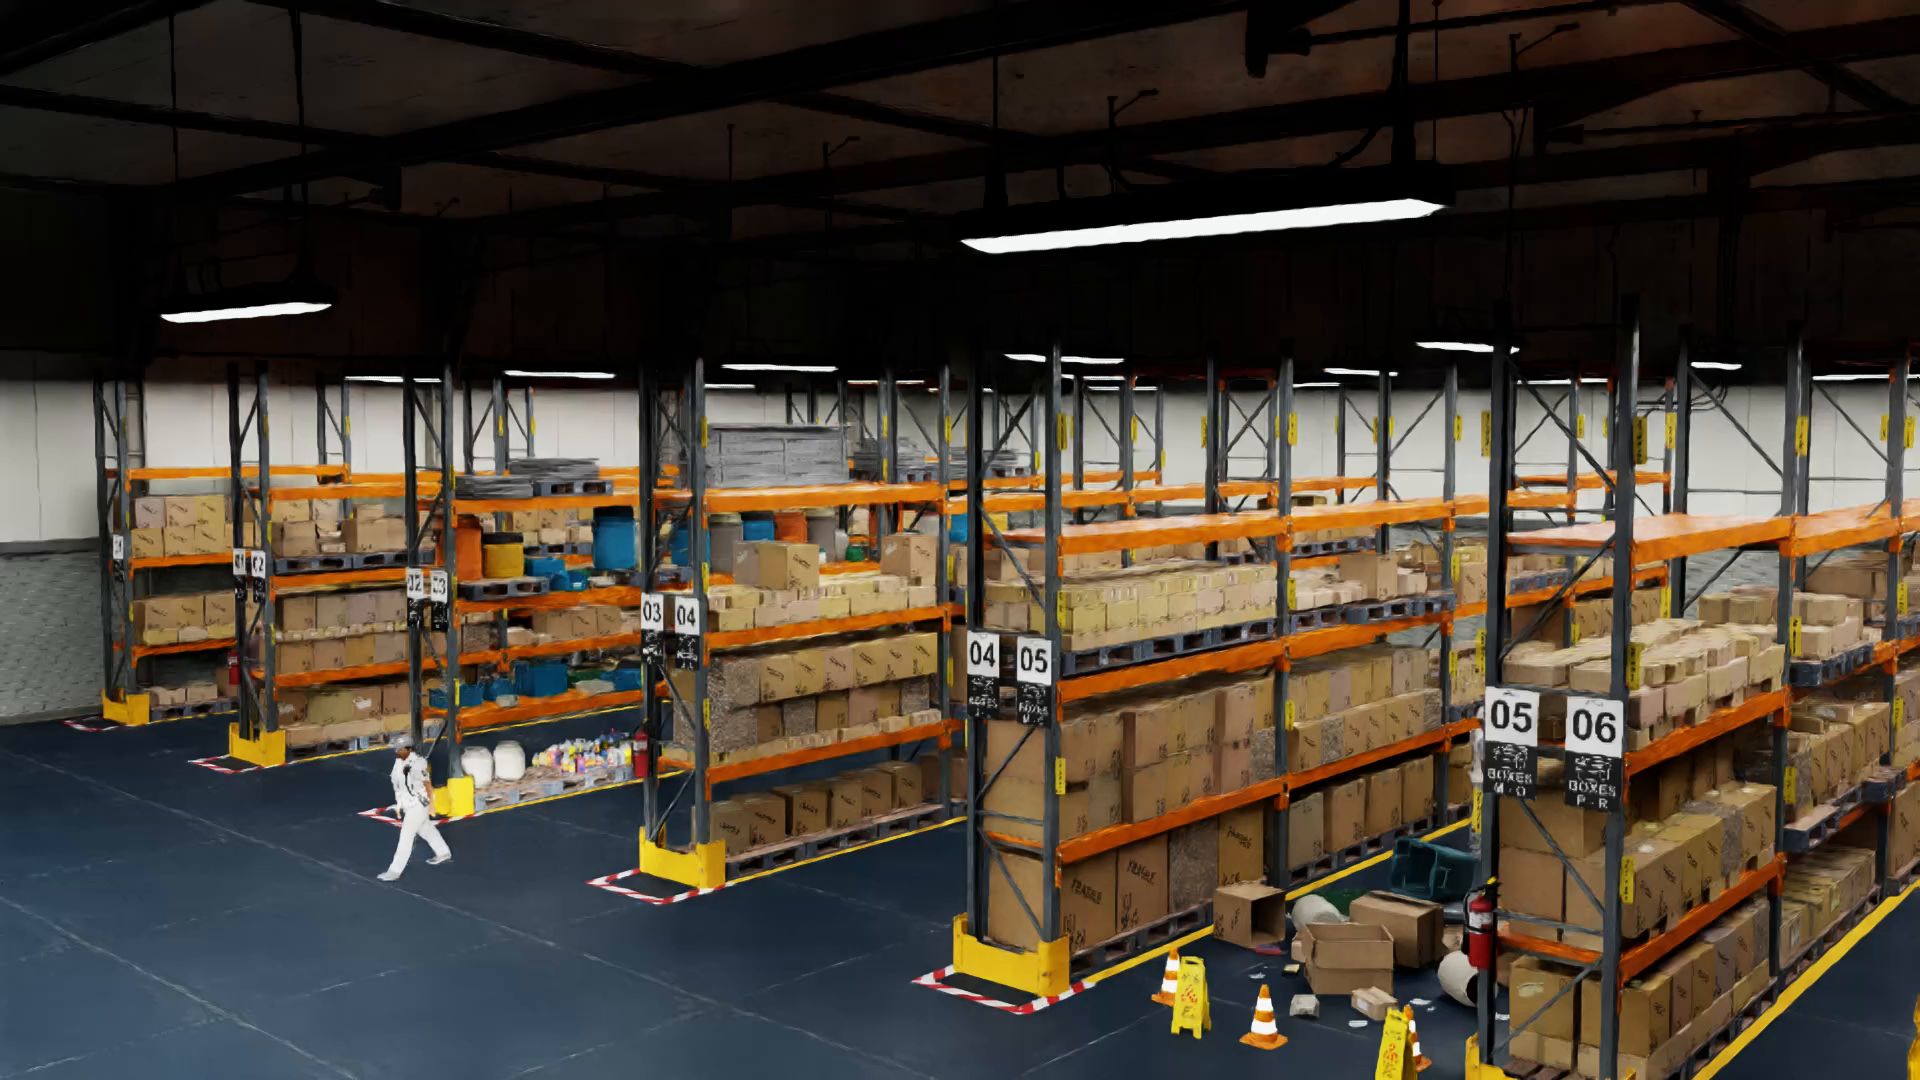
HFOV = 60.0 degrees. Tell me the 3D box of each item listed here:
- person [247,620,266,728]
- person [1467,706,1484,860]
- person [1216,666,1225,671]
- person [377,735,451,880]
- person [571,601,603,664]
[{"bbox_3d":[-11.646,2.269,27.758,0.677,1.670,0.630,-2,5,-22],"label":"person"},{"bbox_3d":[6.182,2.829,19.456,0.457,1.776,0.618,1,4,10],"label":"person"},{"bbox_3d":[3.798,2.570,24.038,0.677,1.671,0.534,3,5,39],"label":"person"},{"bbox_3d":[-6.212,2.974,18.822,0.496,1.580,1.090,3,5,39],"label":"person"},{"bbox_3d":[-7.115,1.969,31.597,0.589,1.697,1.175,3,5,39],"label":"person"}]
